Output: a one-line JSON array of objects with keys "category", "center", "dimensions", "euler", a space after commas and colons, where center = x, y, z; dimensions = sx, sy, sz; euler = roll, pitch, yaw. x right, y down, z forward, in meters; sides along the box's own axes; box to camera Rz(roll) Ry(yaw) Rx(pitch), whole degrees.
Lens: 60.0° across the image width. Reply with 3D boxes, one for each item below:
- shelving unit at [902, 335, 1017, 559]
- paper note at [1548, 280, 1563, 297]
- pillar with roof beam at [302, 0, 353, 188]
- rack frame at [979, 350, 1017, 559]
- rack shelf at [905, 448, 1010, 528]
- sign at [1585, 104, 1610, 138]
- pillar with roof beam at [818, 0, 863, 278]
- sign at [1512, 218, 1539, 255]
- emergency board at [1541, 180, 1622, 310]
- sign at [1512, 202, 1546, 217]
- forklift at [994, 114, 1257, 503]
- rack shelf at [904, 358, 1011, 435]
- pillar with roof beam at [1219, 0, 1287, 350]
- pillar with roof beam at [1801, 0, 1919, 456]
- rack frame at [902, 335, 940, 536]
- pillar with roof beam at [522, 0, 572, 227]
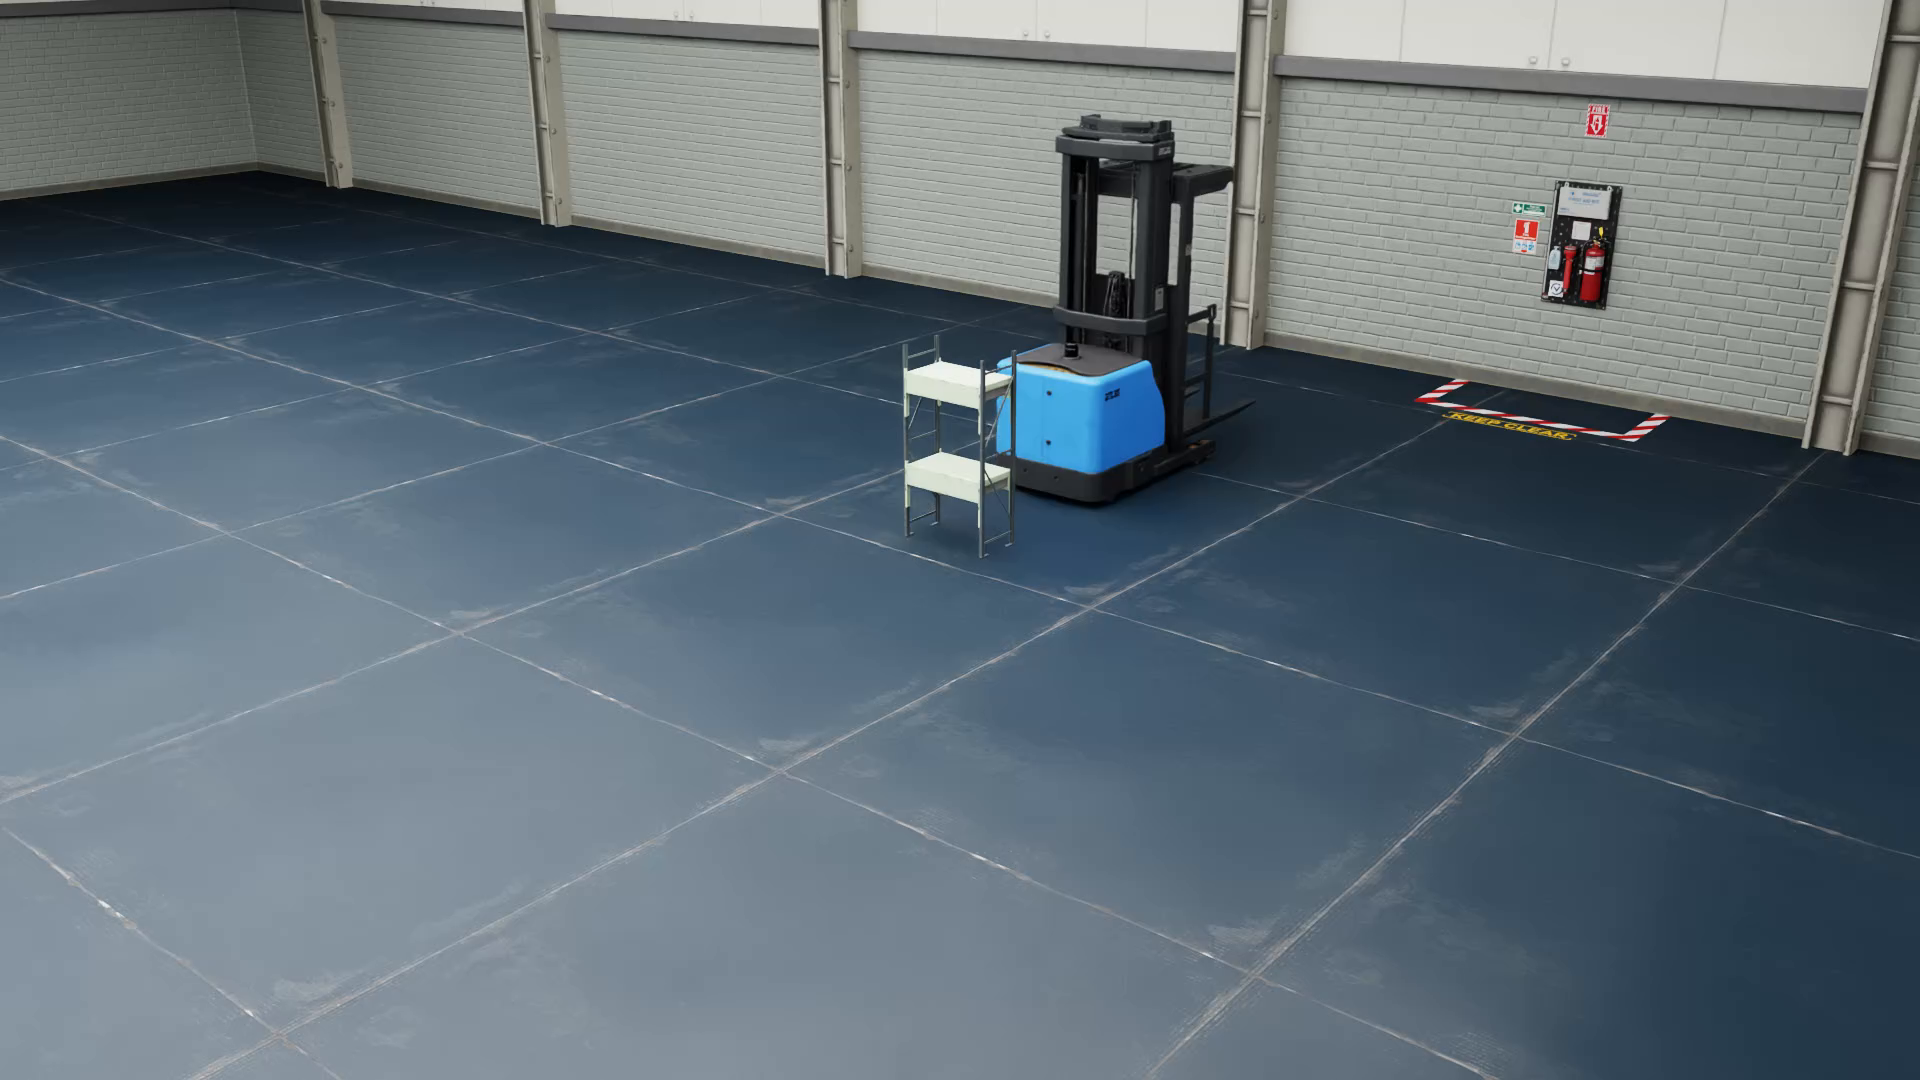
[{"category": "shelving unit", "center": [-0.005, -0.703, 12.407], "dimensions": [0.755, 1.500, 0.431], "euler": [16, 26, 36]}, {"category": "paper note", "center": [5.785, -2.437, 16.128], "dimensions": [0.142, 0.148, 0.016], "euler": [16, 26, 36]}, {"category": "pillar with roof beam", "center": [-13.546, -9.214, 24.348], "dimensions": [0.400, 9.000, 9.100], "euler": [16, 26, 36]}, {"category": "rack frame", "center": [0.278, -0.622, 12.191], "dimensions": [0.023, 1.500, 0.400], "euler": [16, 26, 36]}, {"category": "rack shelf", "center": [-0.005, -0.398, 12.523], "dimensions": [0.720, 0.370, 0.431], "euler": [16, 26, 36]}, {"category": "sign", "center": [5.936, -3.905, 15.486], "dimensions": [0.199, 0.298, 0.001], "euler": [16, 26, 36]}, {"category": "pillar with roof beam", "center": [-4.249, -6.537, 17.249], "dimensions": [0.400, 9.000, 9.100], "euler": [16, 26, 36]}, {"category": "sign", "center": [5.516, -2.959, 16.214], "dimensions": [0.234, 0.329, 0.001], "euler": [16, 26, 36]}, {"category": "emergency board", "center": [5.879, -2.791, 15.818], "dimensions": [0.643, 1.169, 0.194], "euler": [16, 26, 36]}, {"category": "sign", "center": [5.514, -3.204, 16.111], "dimensions": [0.331, 0.109, 0.001], "euler": [16, 26, 36]}, {"category": "forklift", "center": [1.583, -2.124, 14.146], "dimensions": [1.130, 2.935, 3.031], "euler": [15, 25, 35]}, {"category": "rack shelf", "center": [-0.005, -1.068, 12.270], "dimensions": [0.720, 0.370, 0.431], "euler": [16, 26, 36]}, {"category": "pillar with roof beam", "center": [0.399, -5.198, 13.699], "dimensions": [0.400, 9.000, 9.100], "euler": [16, 26, 36]}, {"category": "pillar with roof beam", "center": [5.047, -3.859, 10.149], "dimensions": [0.400, 9.000, 9.100], "euler": [16, 26, 36]}, {"category": "rack frame", "center": [-0.289, -0.785, 12.624], "dimensions": [0.023, 1.500, 0.400], "euler": [16, 26, 36]}, {"category": "pillar with roof beam", "center": [-8.898, -7.875, 20.798], "dimensions": [0.400, 9.000, 9.100], "euler": [16, 26, 36]}]
